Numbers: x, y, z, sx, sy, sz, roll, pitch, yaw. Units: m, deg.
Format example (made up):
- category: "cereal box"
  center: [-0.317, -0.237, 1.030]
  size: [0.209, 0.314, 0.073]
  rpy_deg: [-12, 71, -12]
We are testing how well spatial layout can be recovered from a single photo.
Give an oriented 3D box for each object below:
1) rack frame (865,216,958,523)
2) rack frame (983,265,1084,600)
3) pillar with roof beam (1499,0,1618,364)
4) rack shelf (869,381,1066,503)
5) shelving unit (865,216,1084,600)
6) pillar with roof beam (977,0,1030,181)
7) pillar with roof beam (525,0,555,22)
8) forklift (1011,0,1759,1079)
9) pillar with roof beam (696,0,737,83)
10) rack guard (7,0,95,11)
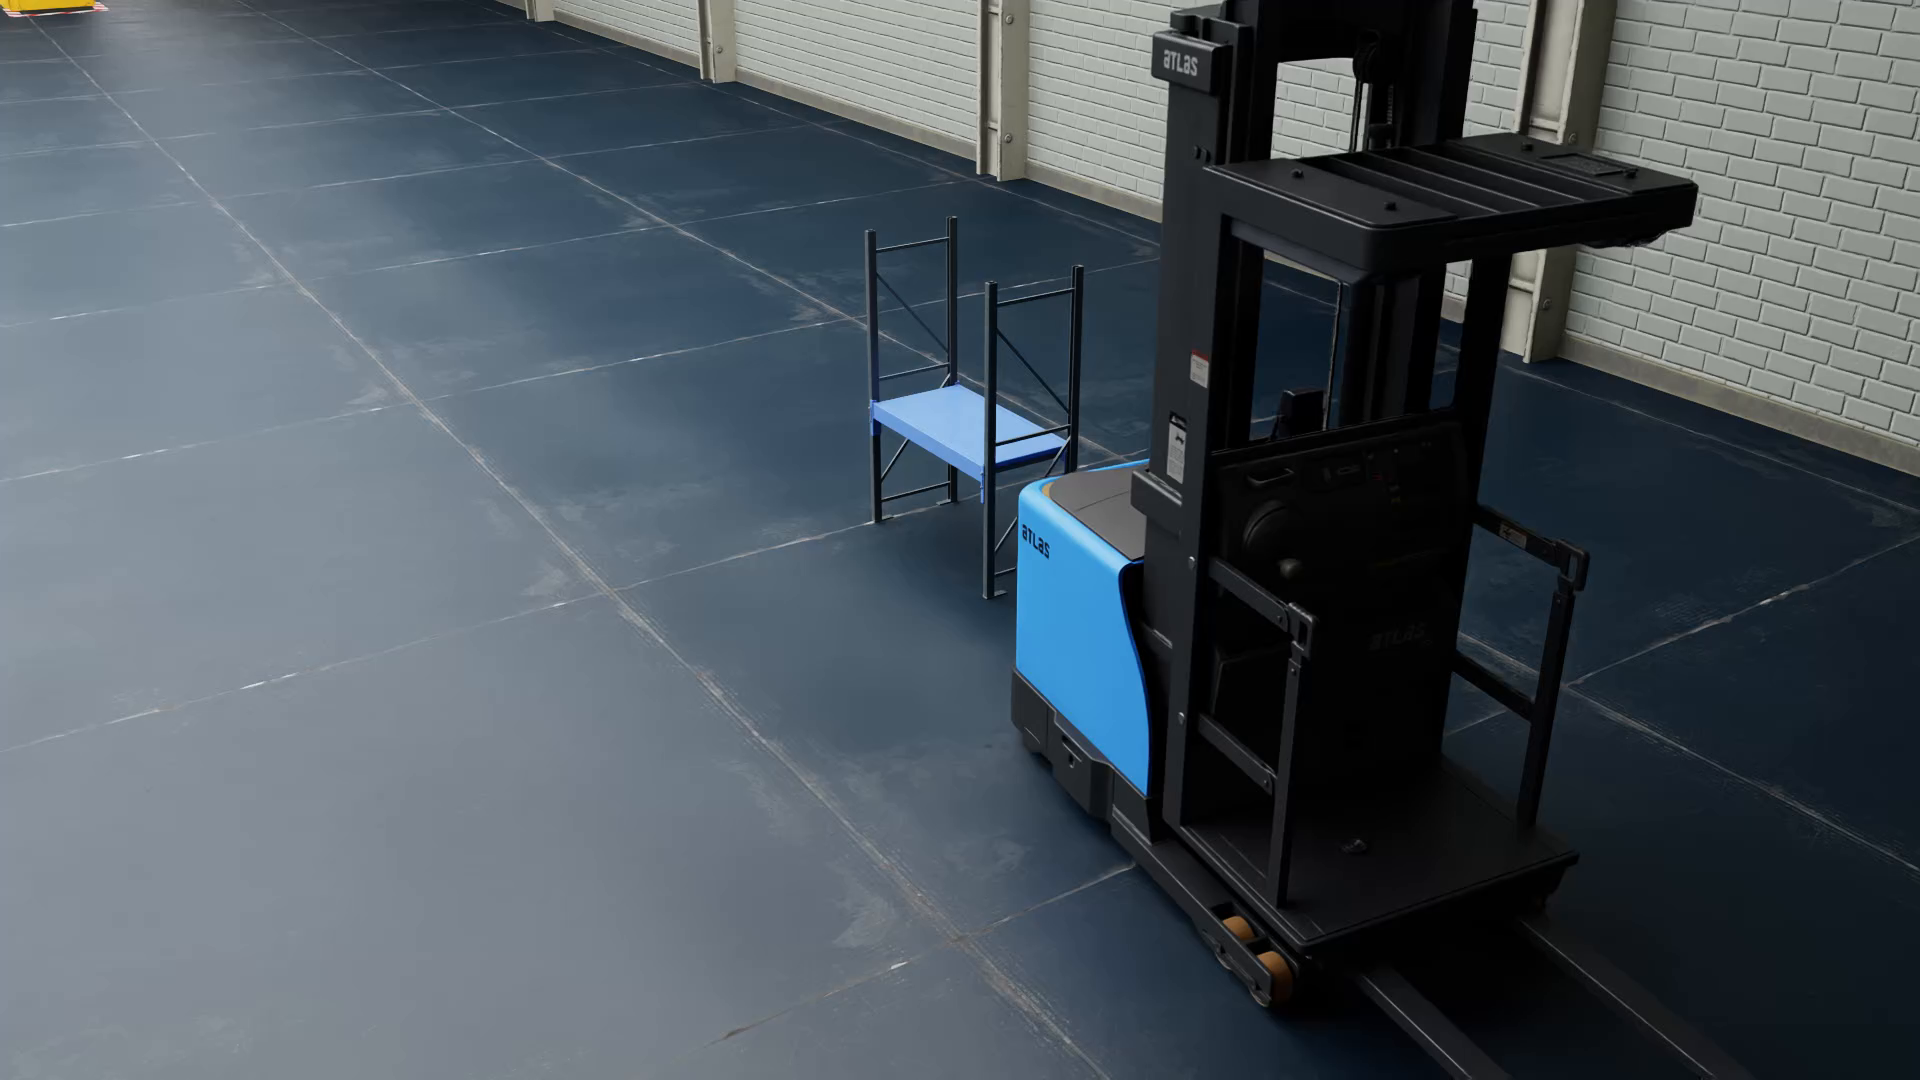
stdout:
- category: "rack frame"
  center: [-0.231, -0.830, 8.250]
  size: [0.500, 1.500, 0.032]
  rpy_deg: [-16, 29, -30]
- category: "rack frame"
  center: [0.324, -0.466, 7.480]
  size: [0.500, 1.500, 0.032]
  rpy_deg: [-16, 29, -30]
- category: "pillar with roof beam"
  center: [0.056, -4.301, 6.819]
  size: [9.100, 9.000, 0.400]
  rpy_deg: [-16, 29, -30]
- category: "rack shelf"
  center: [0.047, -0.485, 7.942]
  size: [0.538, 0.185, 1.000]
  rpy_deg: [-16, 29, -30]
- category: "shelving unit"
  center: [0.047, -0.648, 7.865]
  size: [0.538, 1.500, 1.048]
  rpy_deg: [-16, 29, -30]
- category: "pillar with roof beam"
  center: [-3.219, -6.447, 11.365]
  size: [9.100, 9.000, 0.400]
  rpy_deg: [-16, 29, -30]
- category: "pillar with roof beam"
  center: [-9.770, -10.739, 20.457]
  size: [9.100, 9.000, 0.400]
  rpy_deg: [-16, 29, -30]
- category: "forklift"
  center: [1.292, -0.089, 5.005]
  size: [1.130, 2.935, 3.031]
  rpy_deg: [-12, 28, -23]
- category: "pillar with roof beam"
  center: [-6.494, -8.593, 15.911]
  size: [9.100, 9.000, 0.400]
  rpy_deg: [-16, 29, -30]
- category: "rack guard"
  center: [-14.012, -8.455, 25.575]
  size: [1.175, 0.500, 0.348]
  rpy_deg: [-16, 29, -30]
